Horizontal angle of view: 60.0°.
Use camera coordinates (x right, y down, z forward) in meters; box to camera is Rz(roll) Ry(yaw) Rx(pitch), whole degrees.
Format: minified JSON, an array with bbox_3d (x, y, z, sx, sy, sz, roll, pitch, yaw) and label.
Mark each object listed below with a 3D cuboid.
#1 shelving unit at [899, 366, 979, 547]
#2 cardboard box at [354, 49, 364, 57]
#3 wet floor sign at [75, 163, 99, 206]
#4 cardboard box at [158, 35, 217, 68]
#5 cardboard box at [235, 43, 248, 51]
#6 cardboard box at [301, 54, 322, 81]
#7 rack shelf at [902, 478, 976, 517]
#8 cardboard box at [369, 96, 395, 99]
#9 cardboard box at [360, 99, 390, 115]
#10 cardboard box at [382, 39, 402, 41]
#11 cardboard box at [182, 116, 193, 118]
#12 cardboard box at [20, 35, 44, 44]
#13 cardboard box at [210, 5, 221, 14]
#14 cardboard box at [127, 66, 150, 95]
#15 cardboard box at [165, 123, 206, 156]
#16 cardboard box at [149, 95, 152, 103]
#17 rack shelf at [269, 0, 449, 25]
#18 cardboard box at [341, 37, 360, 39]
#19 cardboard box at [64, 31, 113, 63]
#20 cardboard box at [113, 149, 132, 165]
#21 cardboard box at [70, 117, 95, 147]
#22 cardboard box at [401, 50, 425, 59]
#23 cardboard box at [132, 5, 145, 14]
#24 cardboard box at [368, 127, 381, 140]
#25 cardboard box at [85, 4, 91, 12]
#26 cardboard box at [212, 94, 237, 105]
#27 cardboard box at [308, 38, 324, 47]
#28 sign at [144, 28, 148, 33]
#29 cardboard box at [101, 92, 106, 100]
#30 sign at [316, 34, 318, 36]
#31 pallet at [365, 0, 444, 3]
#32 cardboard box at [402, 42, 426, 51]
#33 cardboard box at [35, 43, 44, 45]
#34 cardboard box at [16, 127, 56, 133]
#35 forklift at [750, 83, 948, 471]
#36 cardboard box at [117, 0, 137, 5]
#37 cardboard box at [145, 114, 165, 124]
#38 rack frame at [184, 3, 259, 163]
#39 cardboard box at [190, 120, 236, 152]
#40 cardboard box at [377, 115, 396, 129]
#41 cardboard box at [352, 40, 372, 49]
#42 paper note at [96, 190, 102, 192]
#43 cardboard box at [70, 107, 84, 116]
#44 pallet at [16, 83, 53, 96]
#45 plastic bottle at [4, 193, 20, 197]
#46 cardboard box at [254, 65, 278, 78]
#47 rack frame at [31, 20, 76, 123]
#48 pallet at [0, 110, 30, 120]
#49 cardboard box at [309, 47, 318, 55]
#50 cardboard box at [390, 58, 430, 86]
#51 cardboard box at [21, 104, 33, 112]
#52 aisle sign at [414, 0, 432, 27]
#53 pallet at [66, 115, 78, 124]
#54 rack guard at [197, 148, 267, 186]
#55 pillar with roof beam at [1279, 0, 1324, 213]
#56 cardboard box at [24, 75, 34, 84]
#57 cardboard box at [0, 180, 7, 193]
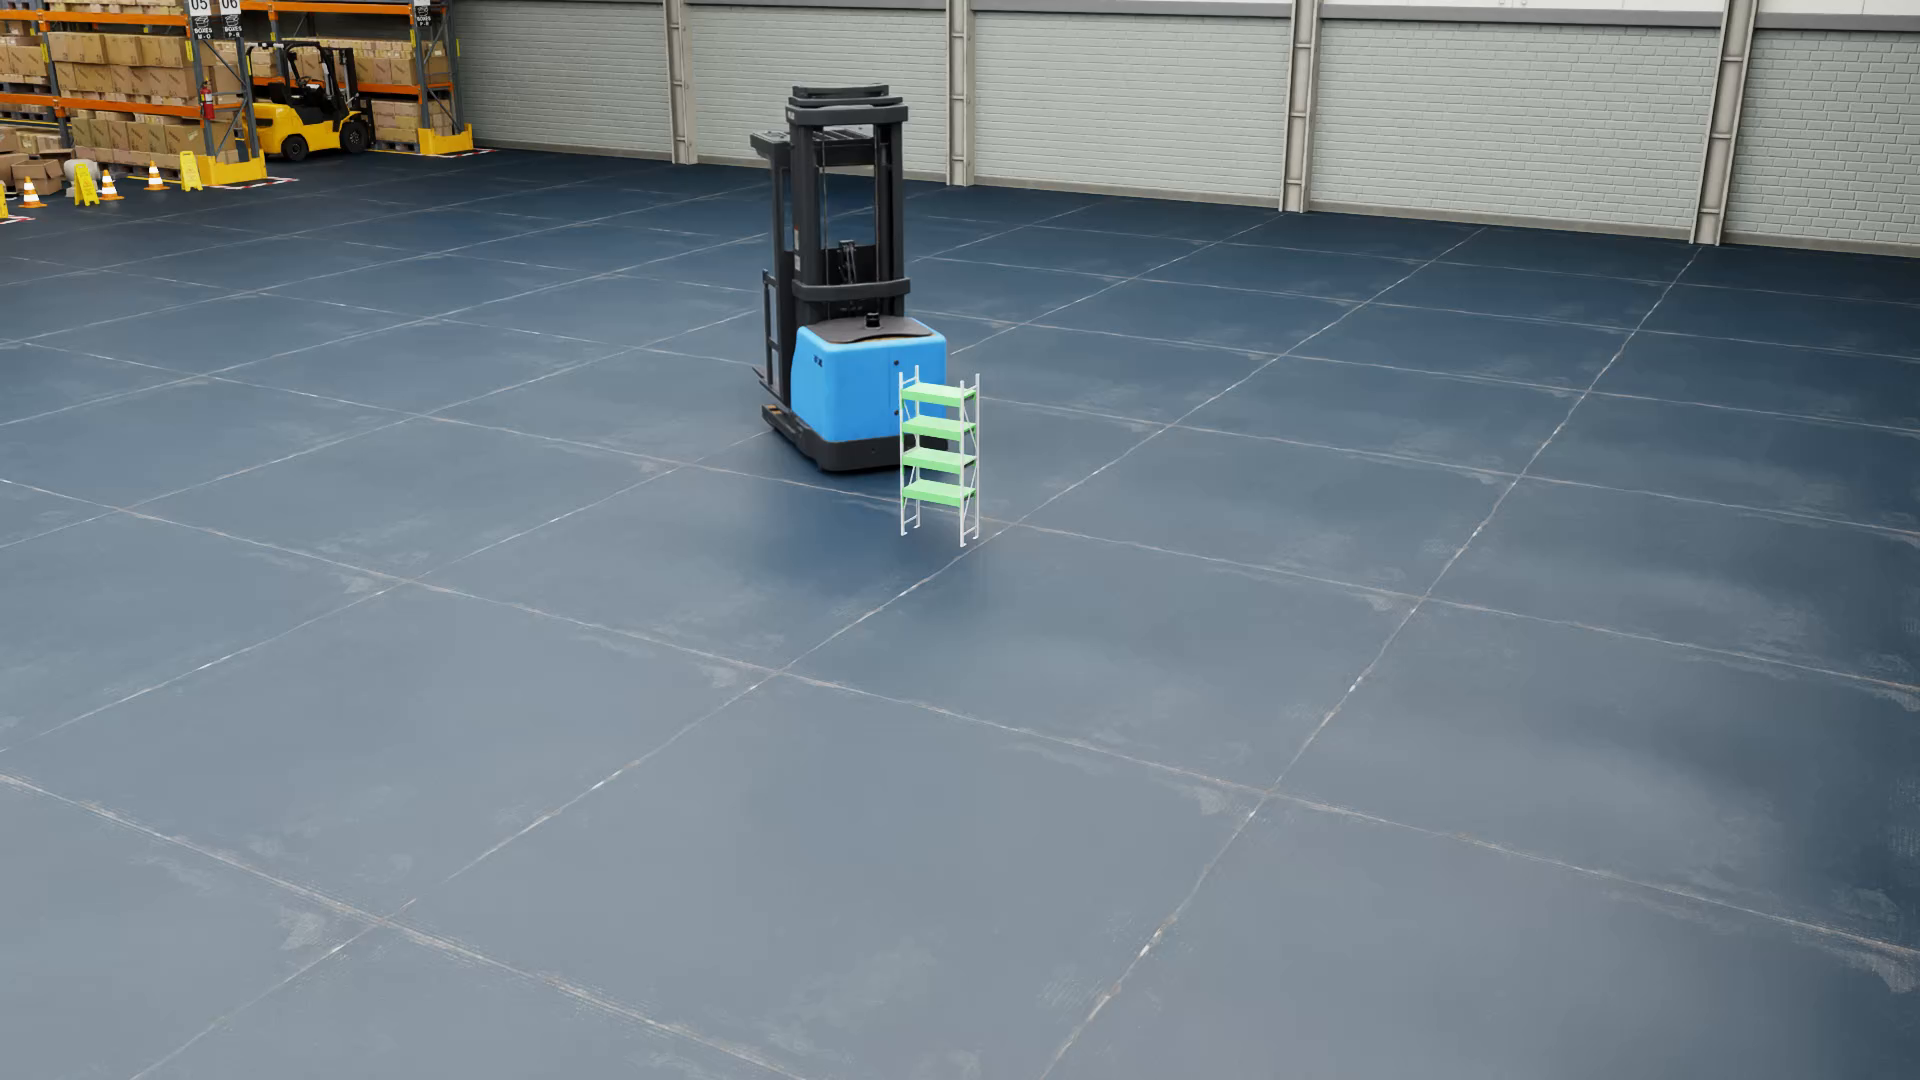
[{"bbox_3d":[-0.145,-0.592,11.736,0.503,1.200,0.258,11,23,27],"label":"shelving unit"},{"bbox_3d":[-11.867,-9.732,33.198,0.250,0.149,0.380,11,23,28],"label":"cardboard box"},{"bbox_3d":[-14.049,-5.709,26.658,0.232,0.644,0.267,7,21,18],"label":"wet floor sign"},{"bbox_3d":[-13.266,-8.399,28.570,0.500,0.500,0.700,10,22,26],"label":"cardboard box"},{"bbox_3d":[-14.911,-10.306,34.780,0.250,0.149,0.380,10,22,26],"label":"cardboard box"},{"bbox_3d":[-13.065,-9.679,34.003,0.500,0.500,0.500,11,23,28],"label":"cardboard box"},{"bbox_3d":[-0.145,-0.306,11.840,0.480,0.148,0.258,11,23,27],"label":"rack shelf"},{"bbox_3d":[-11.937,-8.967,34.136,0.500,0.250,0.500,10,22,26],"label":"cardboard box"},{"bbox_3d":[-11.744,-8.723,33.463,0.500,0.250,0.500,11,23,28],"label":"cardboard box"},{"bbox_3d":[-11.386,-9.987,33.463,0.250,0.149,0.380,12,23,29],"label":"cardboard box"},{"bbox_3d":[-16.743,-9.504,36.533,0.625,0.625,0.875,12,23,29],"label":"cardboard box"},{"bbox_3d":[-17.442,-9.410,31.257,0.250,0.149,0.380,12,23,30],"label":"cardboard box"},{"bbox_3d":[-12.845,-9.166,28.704,0.250,0.149,0.380,11,23,27],"label":"cardboard box"},{"bbox_3d":[-14.192,-8.086,29.174,0.500,0.500,0.500,11,23,27],"label":"cardboard box"},{"bbox_3d":[-13.540,-7.035,29.176,0.500,0.500,0.500,11,23,28],"label":"cardboard box"},{"bbox_3d":[-14.028,-7.779,29.279,0.250,0.149,0.380,11,23,28],"label":"cardboard box"},{"bbox_3d":[-12.042,-10.605,33.357,4.000,0.370,1.077,11,23,27],"label":"rack shelf"},{"bbox_3d":[-12.460,-10.228,34.128,0.250,0.149,0.380,10,22,26],"label":"cardboard box"},{"bbox_3d":[-15.492,-8.815,29.717,0.500,0.500,0.700,11,23,28],"label":"cardboard box"},{"bbox_3d":[-14.886,-6.940,30.016,0.500,0.250,0.500,10,22,27],"label":"cardboard box"},{"bbox_3d":[-15.822,-7.466,30.365,0.500,0.500,0.500,12,23,30],"label":"cardboard box"},{"bbox_3d":[-10.736,-9.526,32.630,0.250,0.149,0.380,11,23,28],"label":"cardboard box"},{"bbox_3d":[-14.039,-9.165,28.702,0.250,0.149,0.380,11,22,27],"label":"cardboard box"},{"bbox_3d":[-11.722,-8.260,33.655,0.500,0.250,0.500,11,23,28],"label":"cardboard box"},{"bbox_3d":[-15.155,-9.384,29.307,0.250,0.149,0.380,10,22,26],"label":"cardboard box"},{"bbox_3d":[-12.909,-7.722,29.122,0.250,0.149,0.380,11,23,28],"label":"cardboard box"},{"bbox_3d":[-12.981,-10.086,33.737,0.250,0.149,0.380,11,23,28],"label":"cardboard box"},{"bbox_3d":[-17.537,-10.874,35.863,0.005,0.325,0.100,11,23,27],"label":"sign"},{"bbox_3d":[-15.148,-7.973,29.814,0.250,0.149,0.380,11,23,27],"label":"cardboard box"},{"bbox_3d":[-13.519,-10.475,34.958,0.005,0.325,0.100,11,23,27],"label":"sign"},{"bbox_3d":[-10.901,-10.694,32.678,1.213,0.211,1.003,11,23,27],"label":"pallet"},{"bbox_3d":[-10.712,-9.689,32.642,0.250,0.149,0.380,11,23,27],"label":"cardboard box"},{"bbox_3d":[-17.338,-9.104,31.365,0.500,0.500,0.500,11,22,27],"label":"cardboard box"},{"bbox_3d":[-17.902,-7.669,31.847,0.625,0.372,0.950,12,23,29],"label":"cardboard box"},{"bbox_3d":[-1.107,-2.389,14.152,1.130,2.935,3.031,-8,21,-20],"label":"forklift"},{"bbox_3d":[-14.186,-9.375,28.696,0.500,0.250,0.500,12,23,29],"label":"cardboard box"},{"bbox_3d":[-14.111,-7.423,29.297,0.250,0.149,0.380,11,23,28],"label":"cardboard box"},{"bbox_3d":[-12.714,-7.722,28.754,0.127,3.000,1.000,11,23,27],"label":"rack frame"},{"bbox_3d":[-13.304,-7.199,29.630,0.500,0.500,0.500,10,22,26],"label":"cardboard box"},{"bbox_3d":[-11.306,-8.414,33.346,0.500,0.250,0.500,11,22,27],"label":"cardboard box"},{"bbox_3d":[-11.875,-9.871,33.145,0.250,0.149,0.380,11,23,28],"label":"cardboard box"},{"bbox_3d":[-14.510,-5.891,28.060,0.142,0.019,0.148,3,20,9],"label":"paper note"},{"bbox_3d":[-19.990,-9.985,38.043,0.500,0.500,0.500,10,22,27],"label":"cardboard box"},{"bbox_3d":[-16.802,-8.467,31.090,1.213,0.211,1.003,11,23,27],"label":"pallet"},{"bbox_3d":[-15.733,-5.709,27.515,0.283,0.061,0.133,3,20,9],"label":"plastic bottle"},{"bbox_3d":[-14.356,-9.801,34.705,0.500,0.250,0.500,11,23,29],"label":"cardboard box"},{"bbox_3d":[-20.772,-11.196,38.330,0.127,3.000,1.000,11,23,27],"label":"rack frame"},{"bbox_3d":[-22.441,-10.202,39.680,1.213,0.211,1.003,11,23,27],"label":"pallet"},{"bbox_3d":[-12.991,-9.945,33.785,0.250,0.149,0.380,11,23,28],"label":"cardboard box"},{"bbox_3d":[-10.854,-9.251,32.822,0.500,0.500,0.500,10,22,26],"label":"cardboard box"},{"bbox_3d":[-21.714,-10.172,38.903,0.258,0.266,0.396,12,23,29],"label":"cardboard box"},{"bbox_3d":[-10.382,-10.324,32.115,0.004,0.787,0.394,11,23,27],"label":"aisle sign"},{"bbox_3d":[-20.044,-9.761,38.464,1.213,0.211,1.003,11,23,27],"label":"pallet"},{"bbox_3d":[-12.780,-6.559,29.215,0.348,0.500,1.175,11,23,27],"label":"rack guard"},{"bbox_3d":[3.150,-8.129,21.080,0.400,9.000,9.100,11,23,27],"label":"pillar with roof beam"},{"bbox_3d":[-17.011,-8.519,30.703,0.250,0.149,0.380,10,22,26],"label":"cardboard box"},{"bbox_3d":[-16.133,-5.874,27.668,0.258,0.266,0.396,16,25,36],"label":"cardboard box"}]
